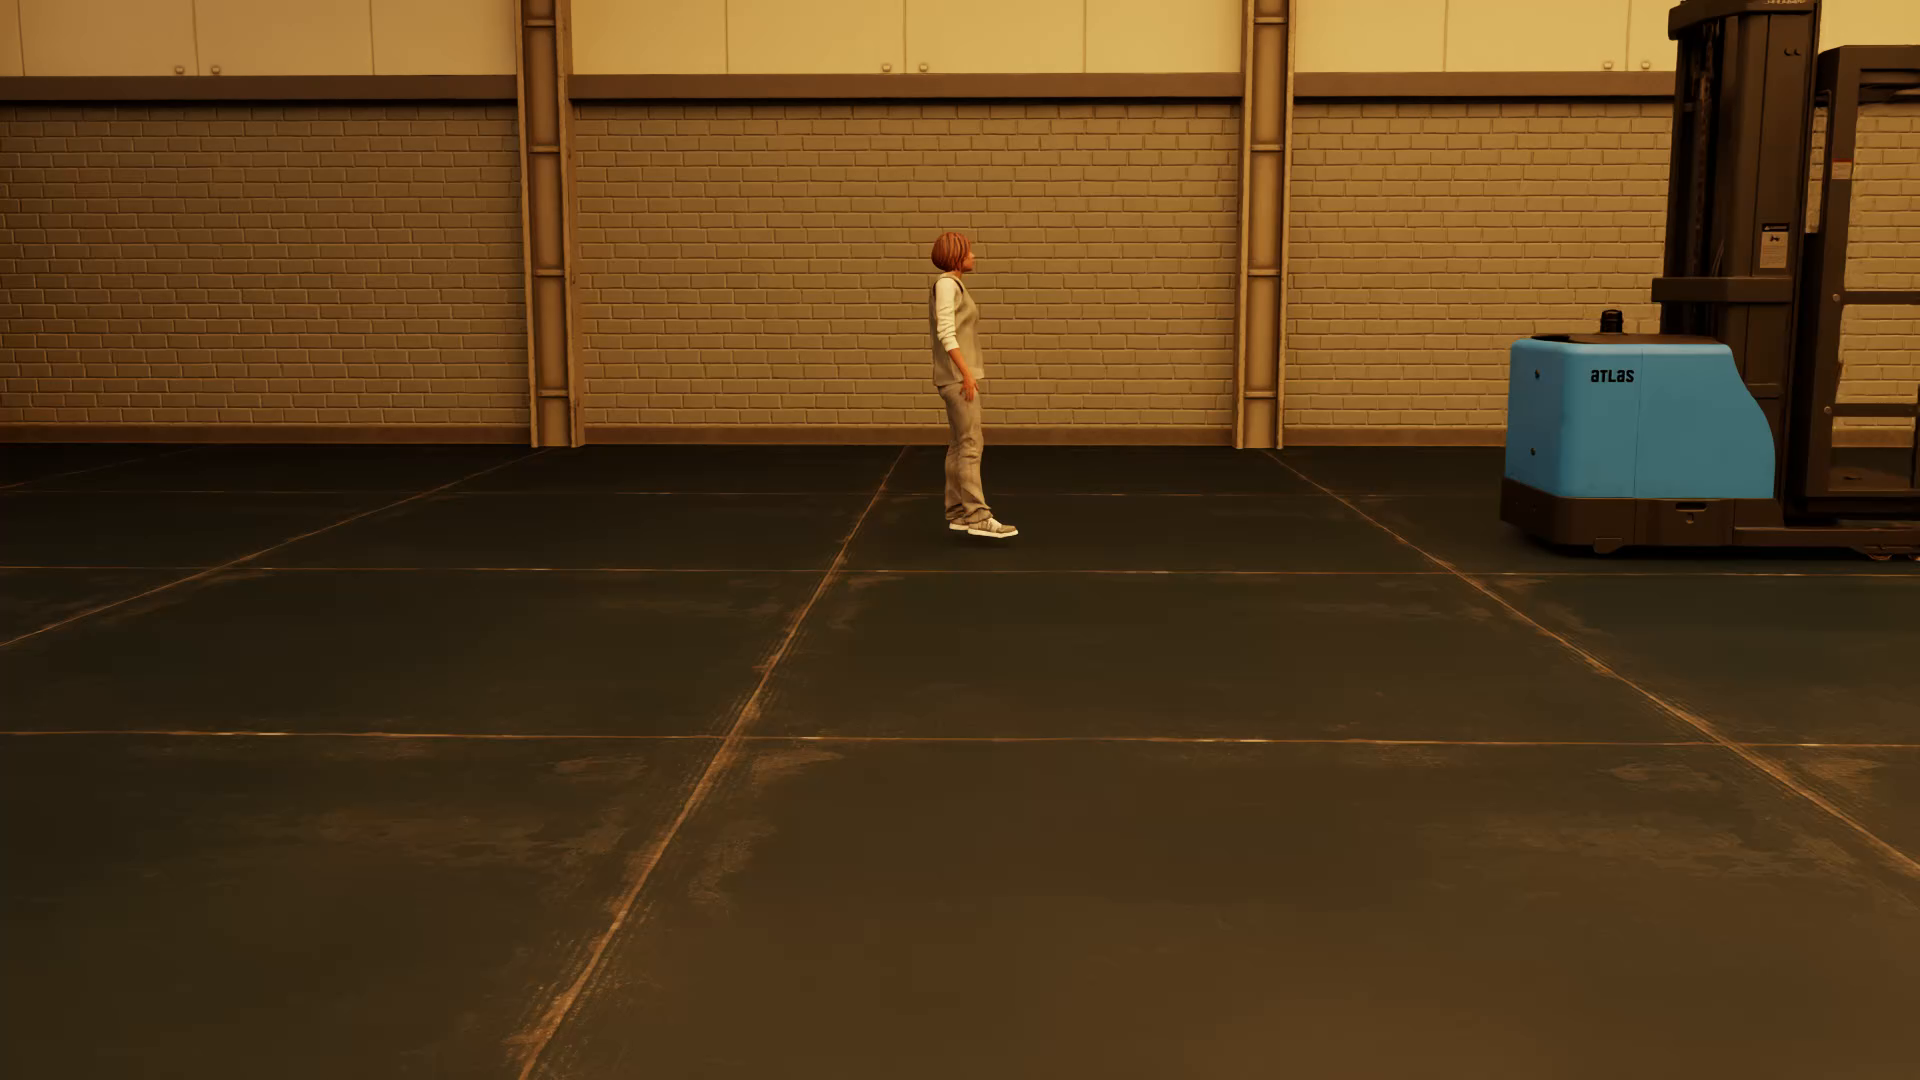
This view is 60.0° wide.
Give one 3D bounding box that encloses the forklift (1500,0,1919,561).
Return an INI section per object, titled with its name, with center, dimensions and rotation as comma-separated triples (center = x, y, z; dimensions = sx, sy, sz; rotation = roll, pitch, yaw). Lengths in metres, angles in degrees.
[forklift]
center = 4.522, -1.425, 8.623
dimensions = 3.031, 2.935, 1.130
rotation = 0, 9, 1

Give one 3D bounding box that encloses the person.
[person]
center = 0.080, -0.717, 8.876
dimensions = 0.461, 1.360, 0.520
rotation = 0, 9, 1
